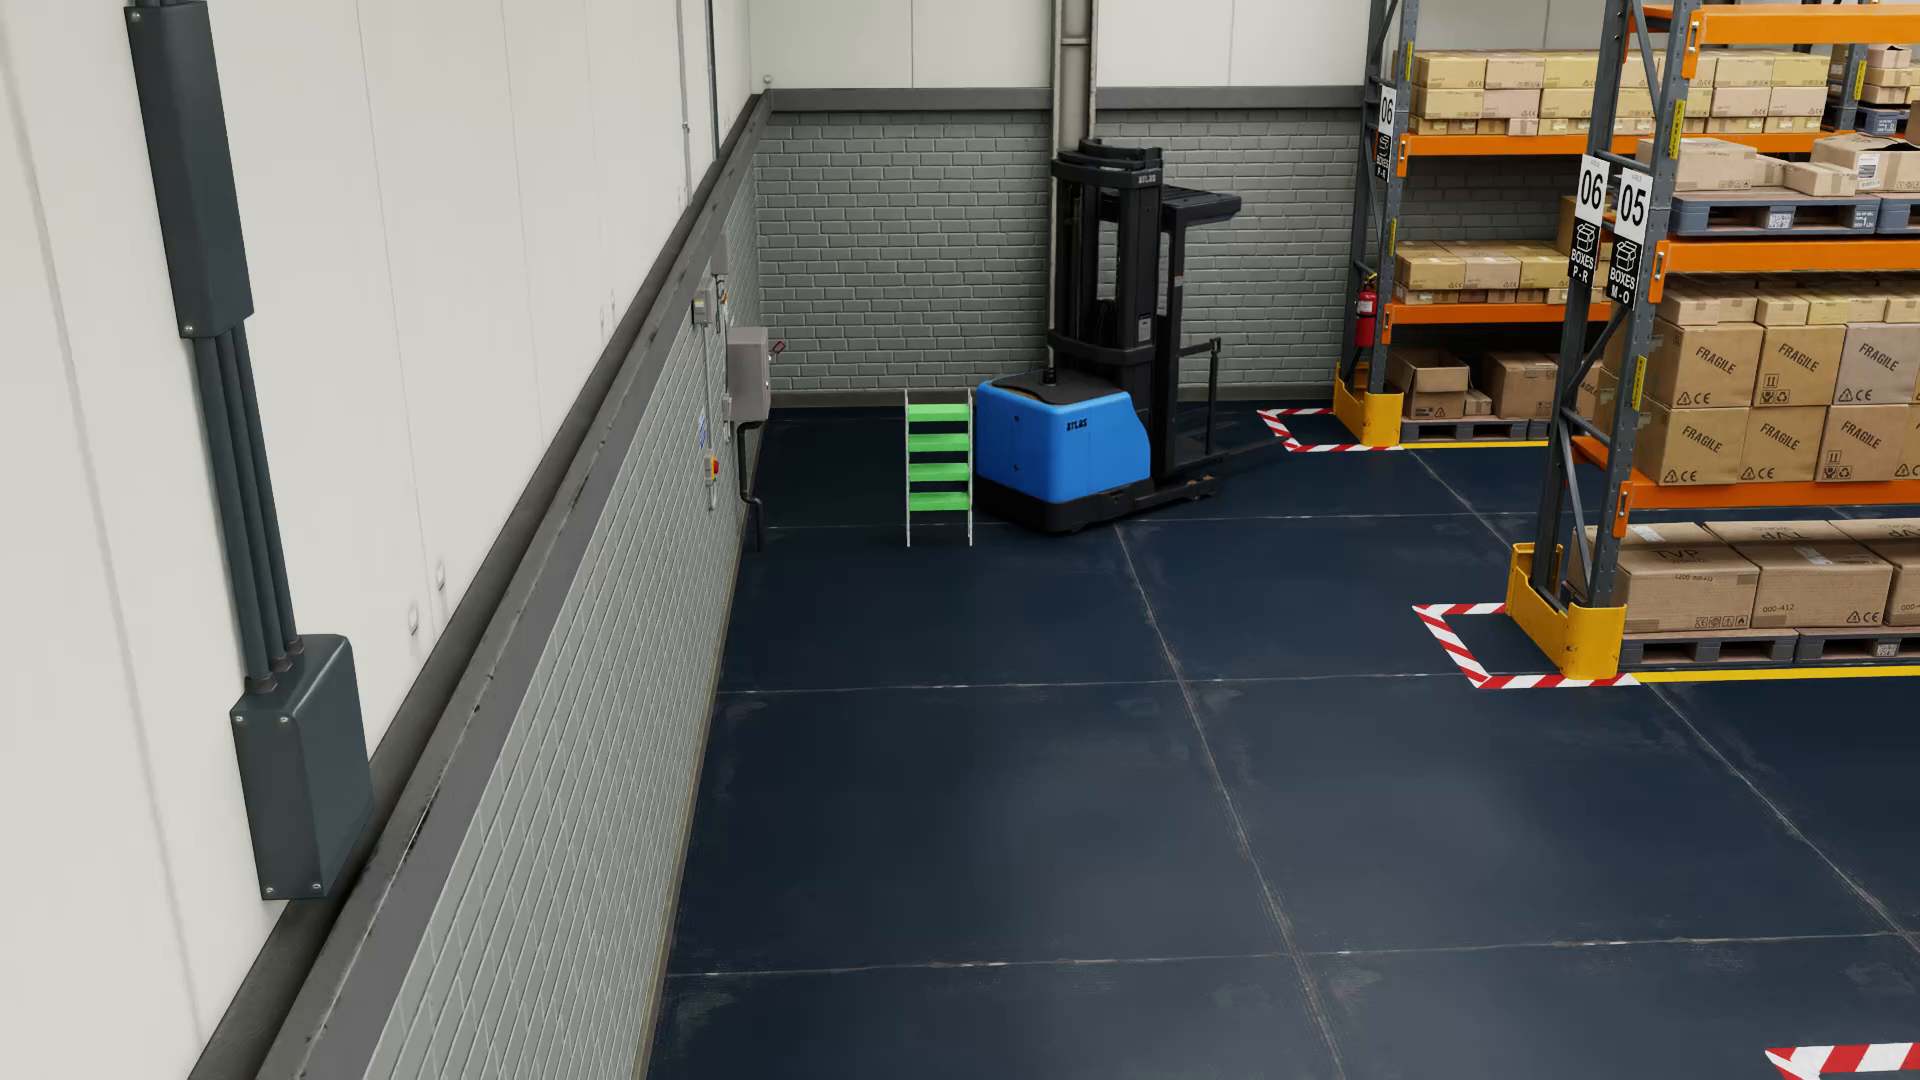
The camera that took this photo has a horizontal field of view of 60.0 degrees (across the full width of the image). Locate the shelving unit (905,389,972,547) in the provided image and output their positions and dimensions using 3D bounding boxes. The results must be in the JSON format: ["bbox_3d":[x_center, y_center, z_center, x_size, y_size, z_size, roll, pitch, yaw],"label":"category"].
[{"bbox_3d":[-0.165,-0.557,12.899,0.503,1.200,0.258,-1,21,-3],"label":"shelving unit"}]

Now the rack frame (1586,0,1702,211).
[{"bbox_3d":[4.085,-3.510,9.693,0.127,3.000,1.000,-1,21,-3],"label":"rack frame"}]

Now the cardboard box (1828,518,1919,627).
[{"bbox_3d":[6.552,0.207,11.374,0.875,0.438,0.875,-2,21,-5],"label":"cardboard box"}]

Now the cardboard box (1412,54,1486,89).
[{"bbox_3d":[4.255,-4.094,14.532,0.500,0.250,0.500,-1,21,-4],"label":"cardboard box"}]

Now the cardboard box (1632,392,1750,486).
[{"bbox_3d":[4.581,-0.661,10.501,0.500,0.500,0.500,-1,21,-3],"label":"cardboard box"}]

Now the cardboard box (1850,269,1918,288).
[{"bbox_3d":[5.966,-1.646,10.771,0.250,0.149,0.380,0,21,-1],"label":"cardboard box"}]

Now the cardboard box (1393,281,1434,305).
[{"bbox_3d":[4.142,-2.261,15.198,0.250,0.149,0.380,-1,21,-3],"label":"cardboard box"}]

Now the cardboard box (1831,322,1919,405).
[{"bbox_3d":[5.609,-1.155,10.394,0.500,0.500,0.500,-1,21,-3],"label":"cardboard box"}]

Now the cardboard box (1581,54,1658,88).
[{"bbox_3d":[5.773,-4.126,14.618,0.500,0.250,0.500,-1,21,-2],"label":"cardboard box"}]

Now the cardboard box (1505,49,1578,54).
[{"bbox_3d":[5.259,-4.307,15.091,0.500,0.250,0.500,-1,21,-3],"label":"cardboard box"}]

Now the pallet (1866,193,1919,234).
[{"bbox_3d":[6.046,-2.111,10.360,1.213,0.211,1.003,-1,21,-3],"label":"pallet"}]

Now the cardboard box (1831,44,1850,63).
[{"bbox_3d":[8.093,-4.441,14.977,0.258,0.266,0.396,-1,21,-4],"label":"cardboard box"}]

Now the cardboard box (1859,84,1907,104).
[{"bbox_3d":[8.112,-3.943,14.669,0.250,0.149,0.380,-1,21,-2],"label":"cardboard box"}]

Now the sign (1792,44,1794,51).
[{"bbox_3d":[7.756,-4.575,15.427,0.005,0.325,0.100,-1,21,-3],"label":"sign"}]

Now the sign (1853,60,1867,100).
[{"bbox_3d":[7.830,-4.002,14.474,0.005,0.325,0.100,-1,21,-3],"label":"sign"}]

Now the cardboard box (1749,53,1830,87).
[{"bbox_3d":[7.301,-4.159,14.705,0.500,0.250,0.500,-1,21,-3],"label":"cardboard box"}]

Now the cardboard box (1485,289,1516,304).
[{"bbox_3d":[4.909,-2.284,15.258,0.250,0.149,0.380,-1,21,-1],"label":"cardboard box"}]

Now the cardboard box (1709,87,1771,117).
[{"bbox_3d":[6.806,-3.909,14.748,0.500,0.250,0.500,-2,21,-5],"label":"cardboard box"}]

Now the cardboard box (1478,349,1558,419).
[{"bbox_3d":[5.270,-1.480,15.715,0.500,0.500,0.700,0,21,-1],"label":"cardboard box"}]

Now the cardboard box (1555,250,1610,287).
[{"bbox_3d":[5.785,-2.492,15.243,0.500,0.250,0.500,-2,21,-4],"label":"cardboard box"}]

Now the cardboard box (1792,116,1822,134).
[{"bbox_3d":[7.449,-3.723,14.821,0.250,0.149,0.380,-1,21,-3],"label":"cardboard box"}]

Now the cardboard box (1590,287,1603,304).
[{"bbox_3d":[5.692,-2.283,15.253,0.250,0.149,0.380,-1,21,-2],"label":"cardboard box"}]

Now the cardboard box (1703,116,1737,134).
[{"bbox_3d":[6.691,-3.713,14.796,0.250,0.149,0.380,-1,21,-3],"label":"cardboard box"}]

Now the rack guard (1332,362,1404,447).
[{"bbox_3d":[3.874,-1.303,15.841,0.348,0.500,1.175,-1,21,-3],"label":"rack guard"}]

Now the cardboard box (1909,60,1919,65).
[{"bbox_3d":[8.589,-4.286,15.152,0.250,0.149,0.380,-2,21,-4],"label":"cardboard box"}]

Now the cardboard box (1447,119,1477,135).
[{"bbox_3d":[4.390,-3.693,14.741,0.250,0.149,0.380,-1,21,-2],"label":"cardboard box"}]

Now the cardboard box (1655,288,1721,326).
[{"bbox_3d":[4.455,-1.432,10.210,0.250,0.149,0.380,-1,21,-2],"label":"cardboard box"}]

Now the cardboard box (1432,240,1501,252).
[{"bbox_3d":[4.757,-2.652,15.664,0.500,0.250,0.500,-1,21,-3],"label":"cardboard box"}]

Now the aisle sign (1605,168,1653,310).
[{"bbox_3d":[4.030,-1.817,10.024,0.004,0.787,0.394,-1,21,-3],"label":"aisle sign"}]

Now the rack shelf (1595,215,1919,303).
[{"bbox_3d":[6.082,-1.813,10.462,4.000,0.370,1.077,-1,21,-3],"label":"rack shelf"}]

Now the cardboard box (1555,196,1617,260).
[{"bbox_3d":[5.764,-2.833,15.085,0.500,0.500,0.500,-1,21,-2],"label":"cardboard box"}]

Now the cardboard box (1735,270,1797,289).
[{"bbox_3d":[5.191,-1.641,10.759,0.250,0.149,0.380,-1,21,-2],"label":"cardboard box"}]

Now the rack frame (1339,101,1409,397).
[{"bbox_3d":[3.798,-2.470,15.392,0.127,3.000,1.000,-1,21,-3],"label":"rack frame"}]

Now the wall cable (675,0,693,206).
[{"bbox_3d":[-1.578,-3.294,9.127,0.029,3.000,0.463,-1,21,-3],"label":"wall cable"}]

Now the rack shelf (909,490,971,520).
[{"bbox_3d":[-0.165,-0.273,13.007,0.480,0.148,0.258,-1,21,-3],"label":"rack shelf"}]

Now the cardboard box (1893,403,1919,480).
[{"bbox_3d":[6.092,-0.701,10.606,0.500,0.500,0.500,0,21,-1],"label":"cardboard box"}]

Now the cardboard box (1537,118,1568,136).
[{"bbox_3d":[5.162,-3.668,14.677,0.250,0.149,0.380,-1,21,-3],"label":"cardboard box"}]

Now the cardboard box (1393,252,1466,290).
[{"bbox_3d":[4.266,-2.452,15.138,0.500,0.250,0.500,-1,21,-3],"label":"cardboard box"}]

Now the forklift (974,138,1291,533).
[{"bbox_3d":[1.582,-1.834,13.818,3.031,2.935,1.130,-16,26,-36],"label":"forklift"}]

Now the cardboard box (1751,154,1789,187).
[{"bbox_3d":[4.943,-2.312,10.384,0.250,0.149,0.380,-3,21,-7],"label":"cardboard box"}]

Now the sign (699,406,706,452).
[{"bbox_3d":[-1.602,-0.691,10.342,0.001,0.218,0.327,-1,21,-3],"label":"sign"}]

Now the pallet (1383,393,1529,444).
[{"bbox_3d":[4.670,-1.184,15.935,1.213,0.211,1.003,-1,21,-3],"label":"pallet"}]

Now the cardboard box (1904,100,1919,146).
[{"bbox_3d":[6.106,-2.386,10.084,0.500,0.500,0.500,-1,21,-2],"label":"cardboard box"}]

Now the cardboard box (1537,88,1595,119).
[{"bbox_3d":[5.274,-3.876,14.662,0.500,0.250,0.500,-2,21,-5],"label":"cardboard box"}]

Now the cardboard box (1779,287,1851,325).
[{"bbox_3d":[5.241,-1.439,10.228,0.250,0.149,0.380,-2,21,-5],"label":"cardboard box"}]

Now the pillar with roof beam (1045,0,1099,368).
[{"bbox_3d":[1.300,-4.009,11.005,0.400,9.000,9.100,-1,21,-3],"label":"pillar with roof beam"}]

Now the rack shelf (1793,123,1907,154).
[{"bbox_3d":[9.788,-3.657,15.306,4.000,0.370,1.077,-1,21,-3],"label":"rack shelf"}]

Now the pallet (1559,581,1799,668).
[{"bbox_3d":[4.879,0.553,11.373,1.213,0.211,1.003,-1,21,-3],"label":"pallet"}]

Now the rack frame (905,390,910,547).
[{"bbox_3d":[-0.409,-0.552,12.886,0.015,1.200,0.240,-1,21,-3],"label":"rack frame"}]

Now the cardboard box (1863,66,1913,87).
[{"bbox_3d":[8.115,-4.068,14.577,0.250,0.149,0.380,-1,21,-1],"label":"cardboard box"}]

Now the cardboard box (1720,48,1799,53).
[{"bbox_3d":[7.281,-4.346,15.195,0.500,0.250,0.500,-1,21,-4],"label":"cardboard box"}]

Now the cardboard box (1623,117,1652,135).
[{"bbox_3d":[5.914,-3.681,14.712,0.250,0.149,0.380,-1,21,-2],"label":"cardboard box"}]

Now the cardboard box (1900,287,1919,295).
[{"bbox_3d":[6.006,-1.449,10.254,0.250,0.149,0.380,-2,21,-4],"label":"cardboard box"}]
